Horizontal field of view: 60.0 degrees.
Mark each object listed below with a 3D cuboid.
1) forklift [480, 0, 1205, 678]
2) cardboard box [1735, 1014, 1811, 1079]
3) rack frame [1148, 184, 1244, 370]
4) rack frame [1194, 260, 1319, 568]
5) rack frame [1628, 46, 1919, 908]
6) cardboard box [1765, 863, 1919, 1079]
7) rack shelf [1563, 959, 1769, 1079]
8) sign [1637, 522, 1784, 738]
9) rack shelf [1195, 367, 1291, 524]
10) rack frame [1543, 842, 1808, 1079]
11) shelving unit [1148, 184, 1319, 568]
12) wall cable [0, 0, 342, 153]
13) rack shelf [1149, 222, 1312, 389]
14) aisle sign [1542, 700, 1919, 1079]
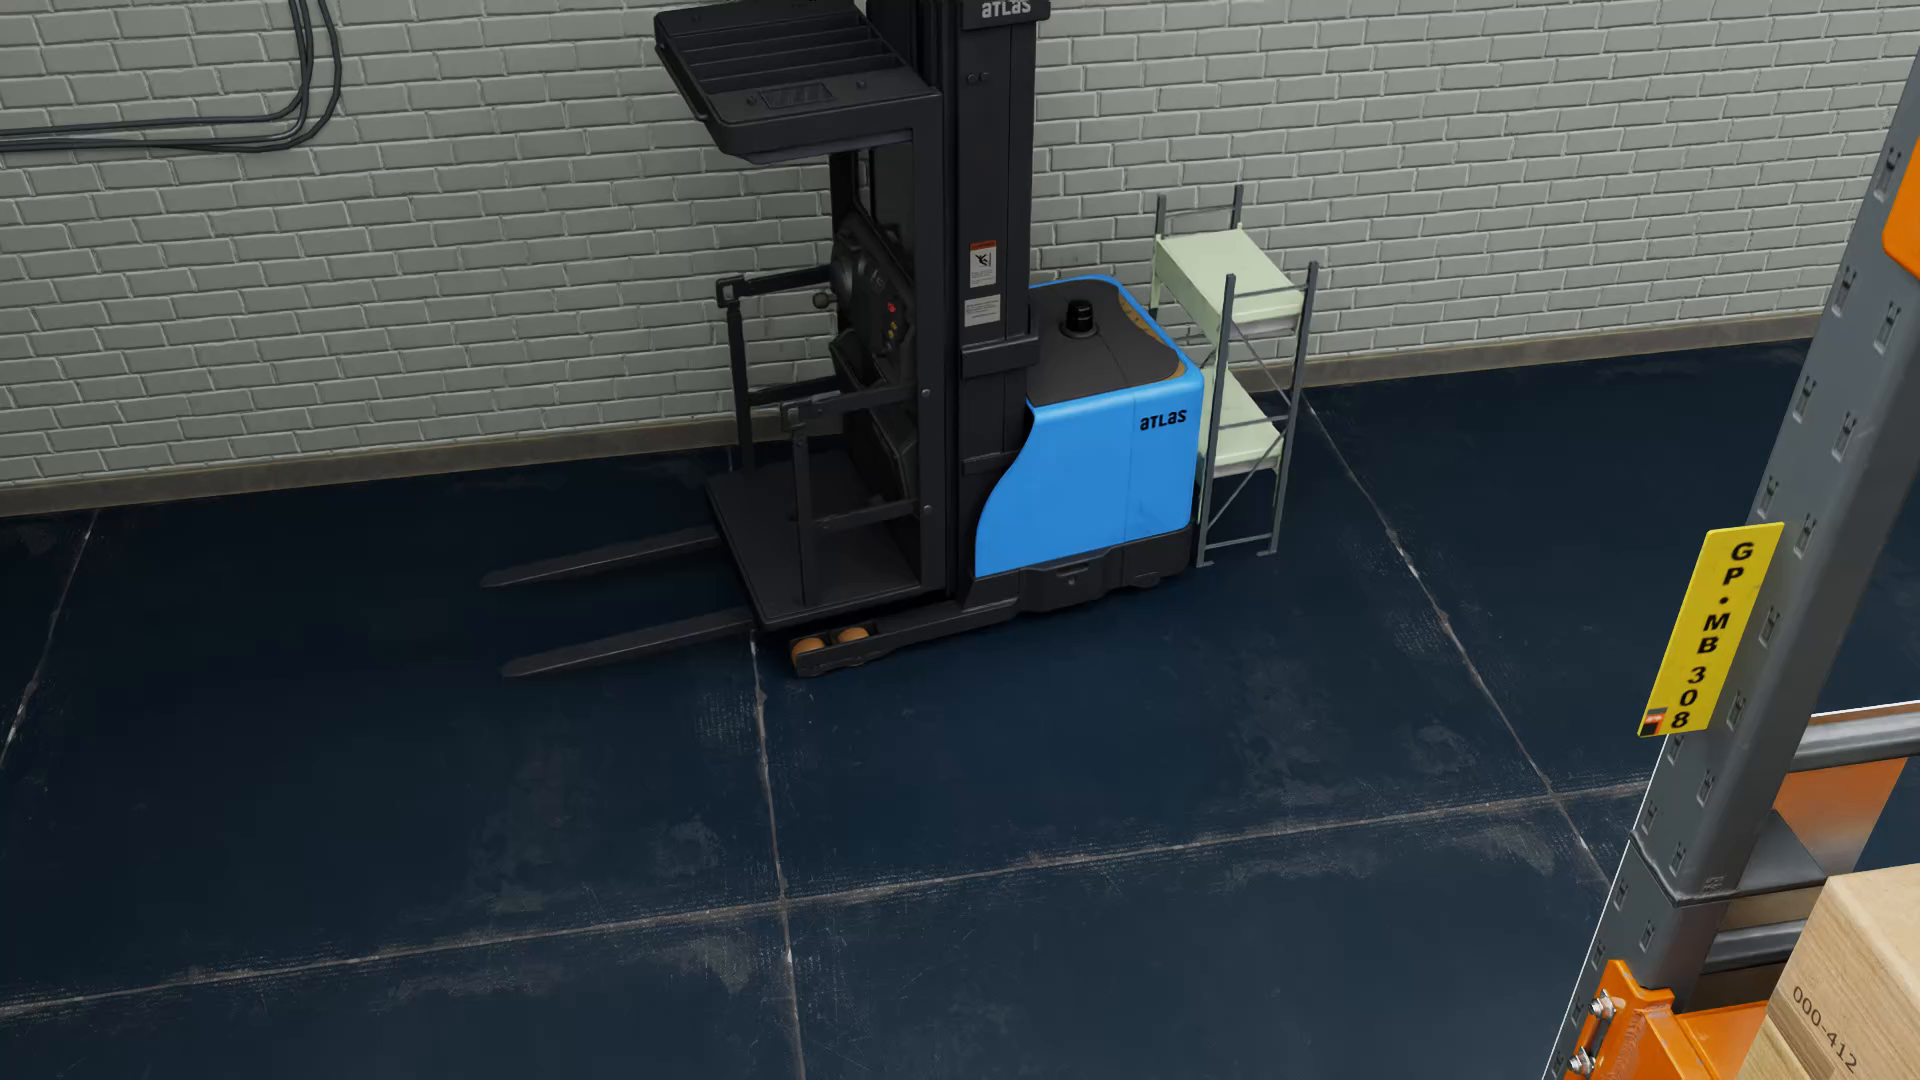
[{"bbox_3d":[-0.538,-0.948,6.581,3.031,2.935,1.130,-13,40,-16],"label":"forklift"},{"bbox_3d":[1.276,0.797,1.956,0.500,0.250,0.500,-6,38,-8],"label":"cardboard box"},{"bbox_3d":[1.055,-0.935,7.731,0.400,1.500,0.023,-10,39,-13],"label":"rack frame"},{"bbox_3d":[1.265,-0.505,7.177,0.400,1.500,0.023,-10,39,-13],"label":"rack frame"},{"bbox_3d":[1.437,-0.784,1.424,1.000,3.000,0.127,-6,38,-8],"label":"rack frame"},{"bbox_3d":[1.270,0.601,1.802,0.500,0.250,0.500,-6,38,-8],"label":"cardboard box"},{"bbox_3d":[1.787,1.893,1.010,1.077,0.370,4.000,-6,38,-8],"label":"rack shelf"},{"bbox_3d":[0.902,0.114,2.001,0.100,0.325,0.005,-6,38,-8],"label":"sign"},{"bbox_3d":[1.160,-0.462,7.654,0.431,0.370,0.720,-10,39,-13],"label":"rack shelf"},{"bbox_3d":[1.437,1.585,3.265,1.000,3.000,0.127,-6,38,-8],"label":"rack frame"},{"bbox_3d":[1.160,-0.720,7.454,0.431,1.500,0.755,-10,39,-13],"label":"shelving unit"},{"bbox_3d":[-4.079,-2.477,6.135,3.097,2.526,0.112,-6,38,-8],"label":"wall cable"},{"bbox_3d":[1.160,-1.028,7.215,0.431,0.370,0.720,-10,39,-13],"label":"rack shelf"},{"bbox_3d":[1.136,0.549,2.480,0.394,0.787,0.004,-6,38,-8],"label":"aisle sign"}]
